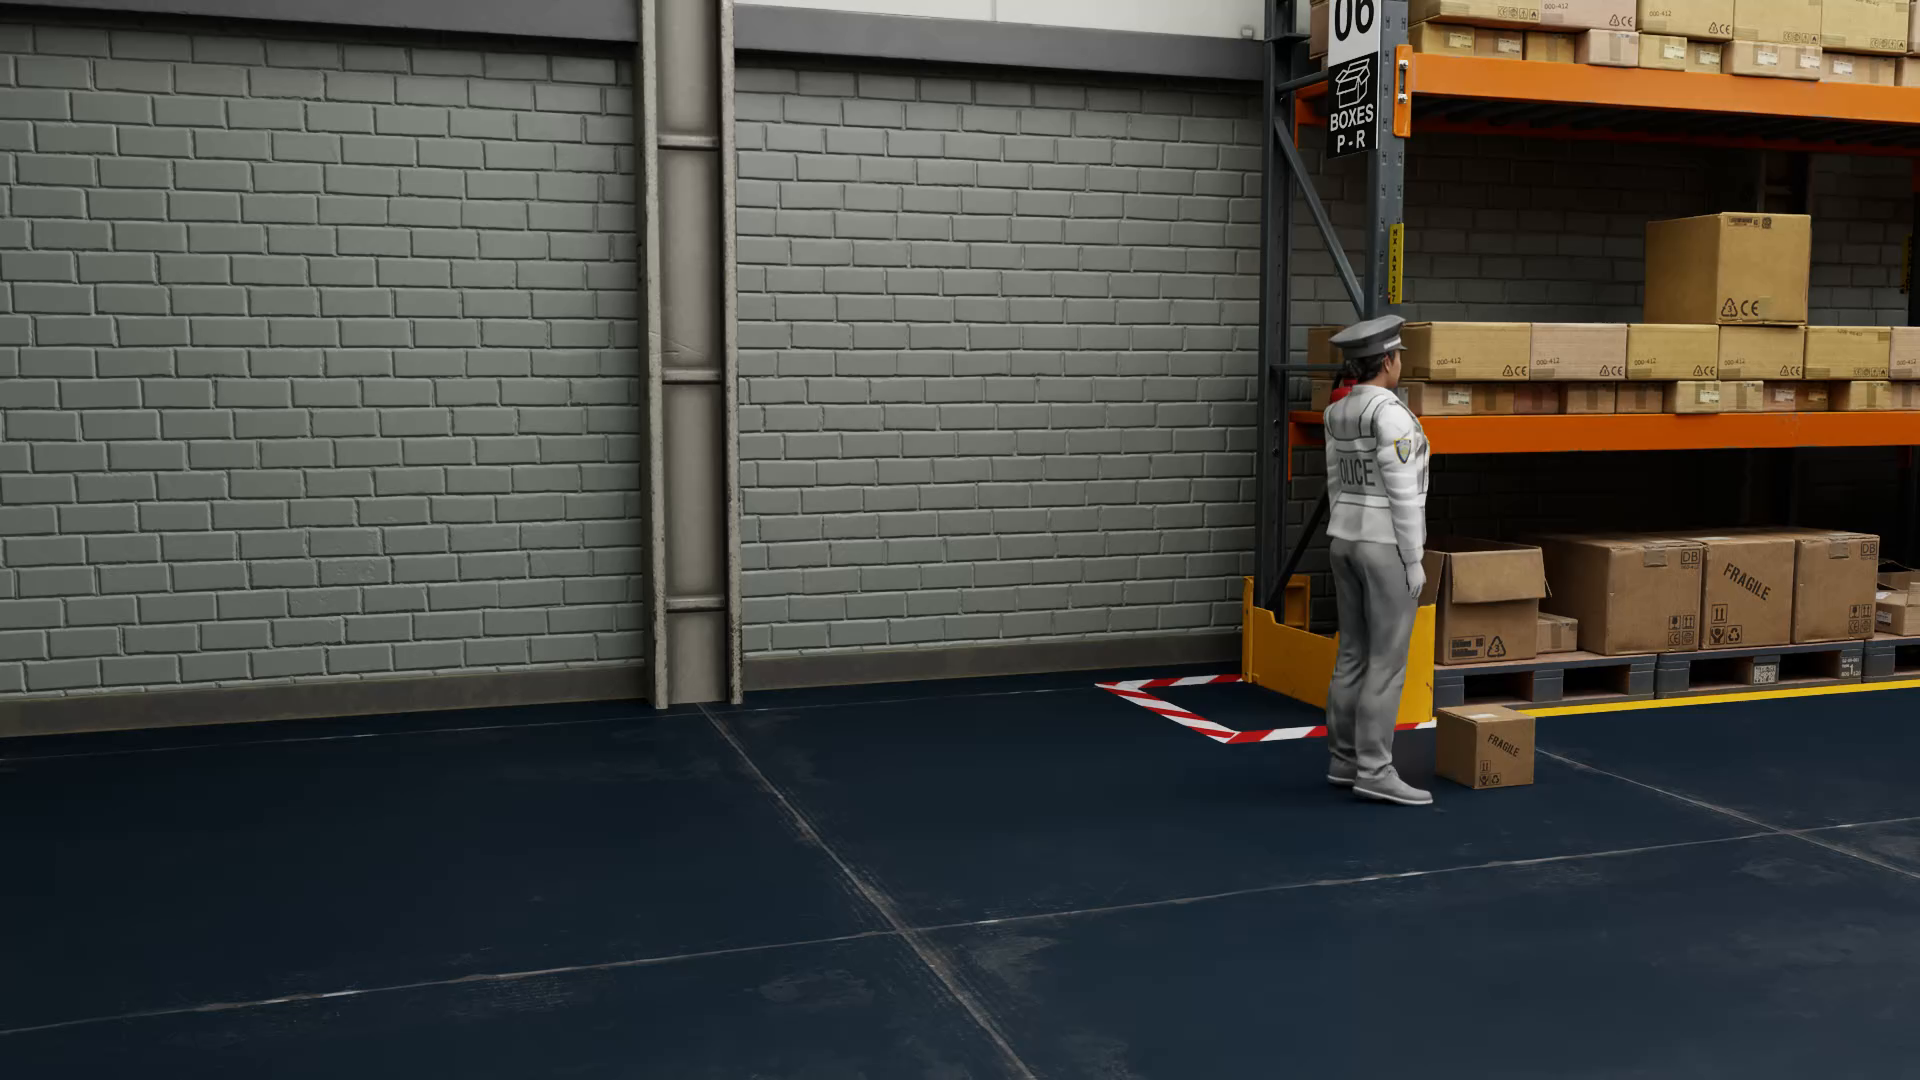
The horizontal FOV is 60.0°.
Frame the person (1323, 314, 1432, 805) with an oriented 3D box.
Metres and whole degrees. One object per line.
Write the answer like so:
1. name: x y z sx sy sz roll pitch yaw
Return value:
1. person: 14.108 -1.885 4.405 23.569 5.885 10.778 -2 6 -18
